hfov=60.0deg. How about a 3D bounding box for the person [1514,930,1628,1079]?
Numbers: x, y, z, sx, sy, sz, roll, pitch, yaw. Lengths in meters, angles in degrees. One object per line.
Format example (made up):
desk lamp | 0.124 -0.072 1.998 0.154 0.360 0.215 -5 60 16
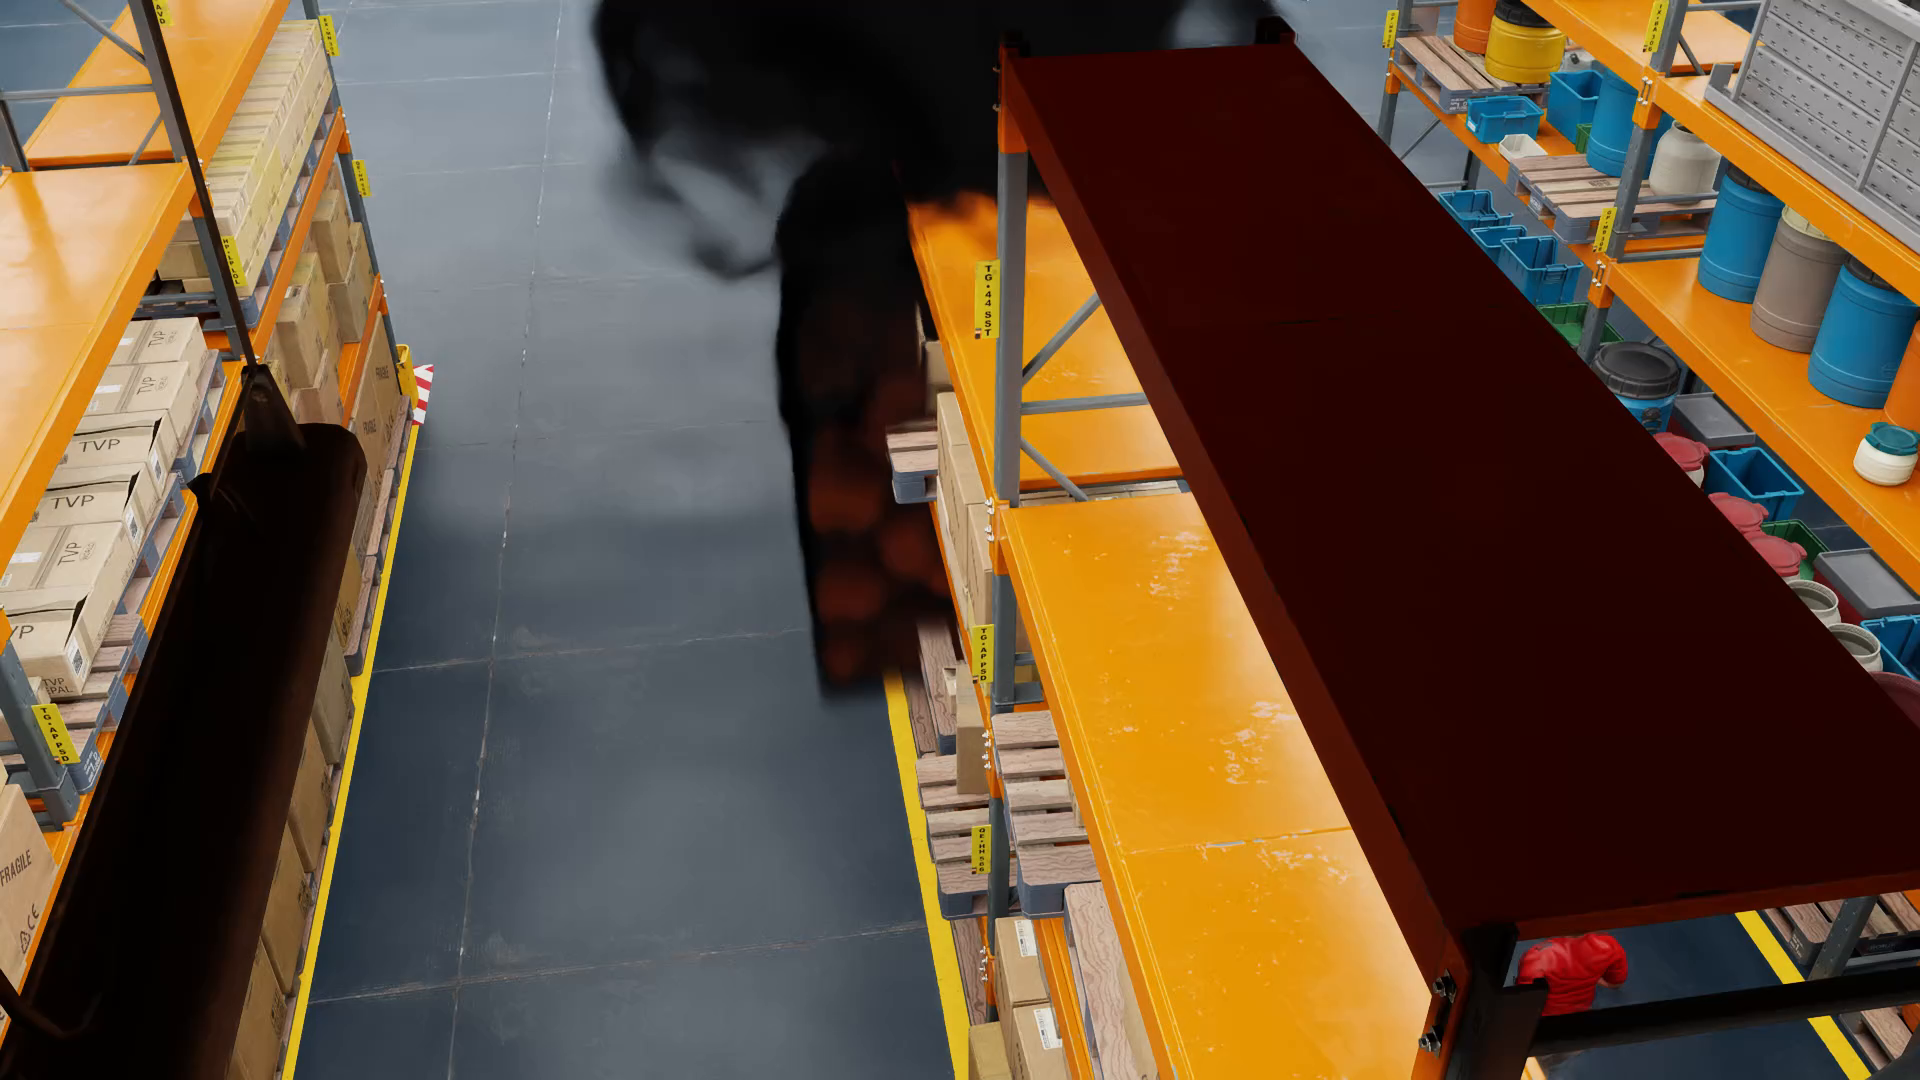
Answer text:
person | 2.900 2.375 8.332 0.671 1.695 0.544 -7 37 -9

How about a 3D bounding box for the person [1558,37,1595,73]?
person | 7.399 -5.671 19.798 0.766 1.714 0.635 12 38 16
